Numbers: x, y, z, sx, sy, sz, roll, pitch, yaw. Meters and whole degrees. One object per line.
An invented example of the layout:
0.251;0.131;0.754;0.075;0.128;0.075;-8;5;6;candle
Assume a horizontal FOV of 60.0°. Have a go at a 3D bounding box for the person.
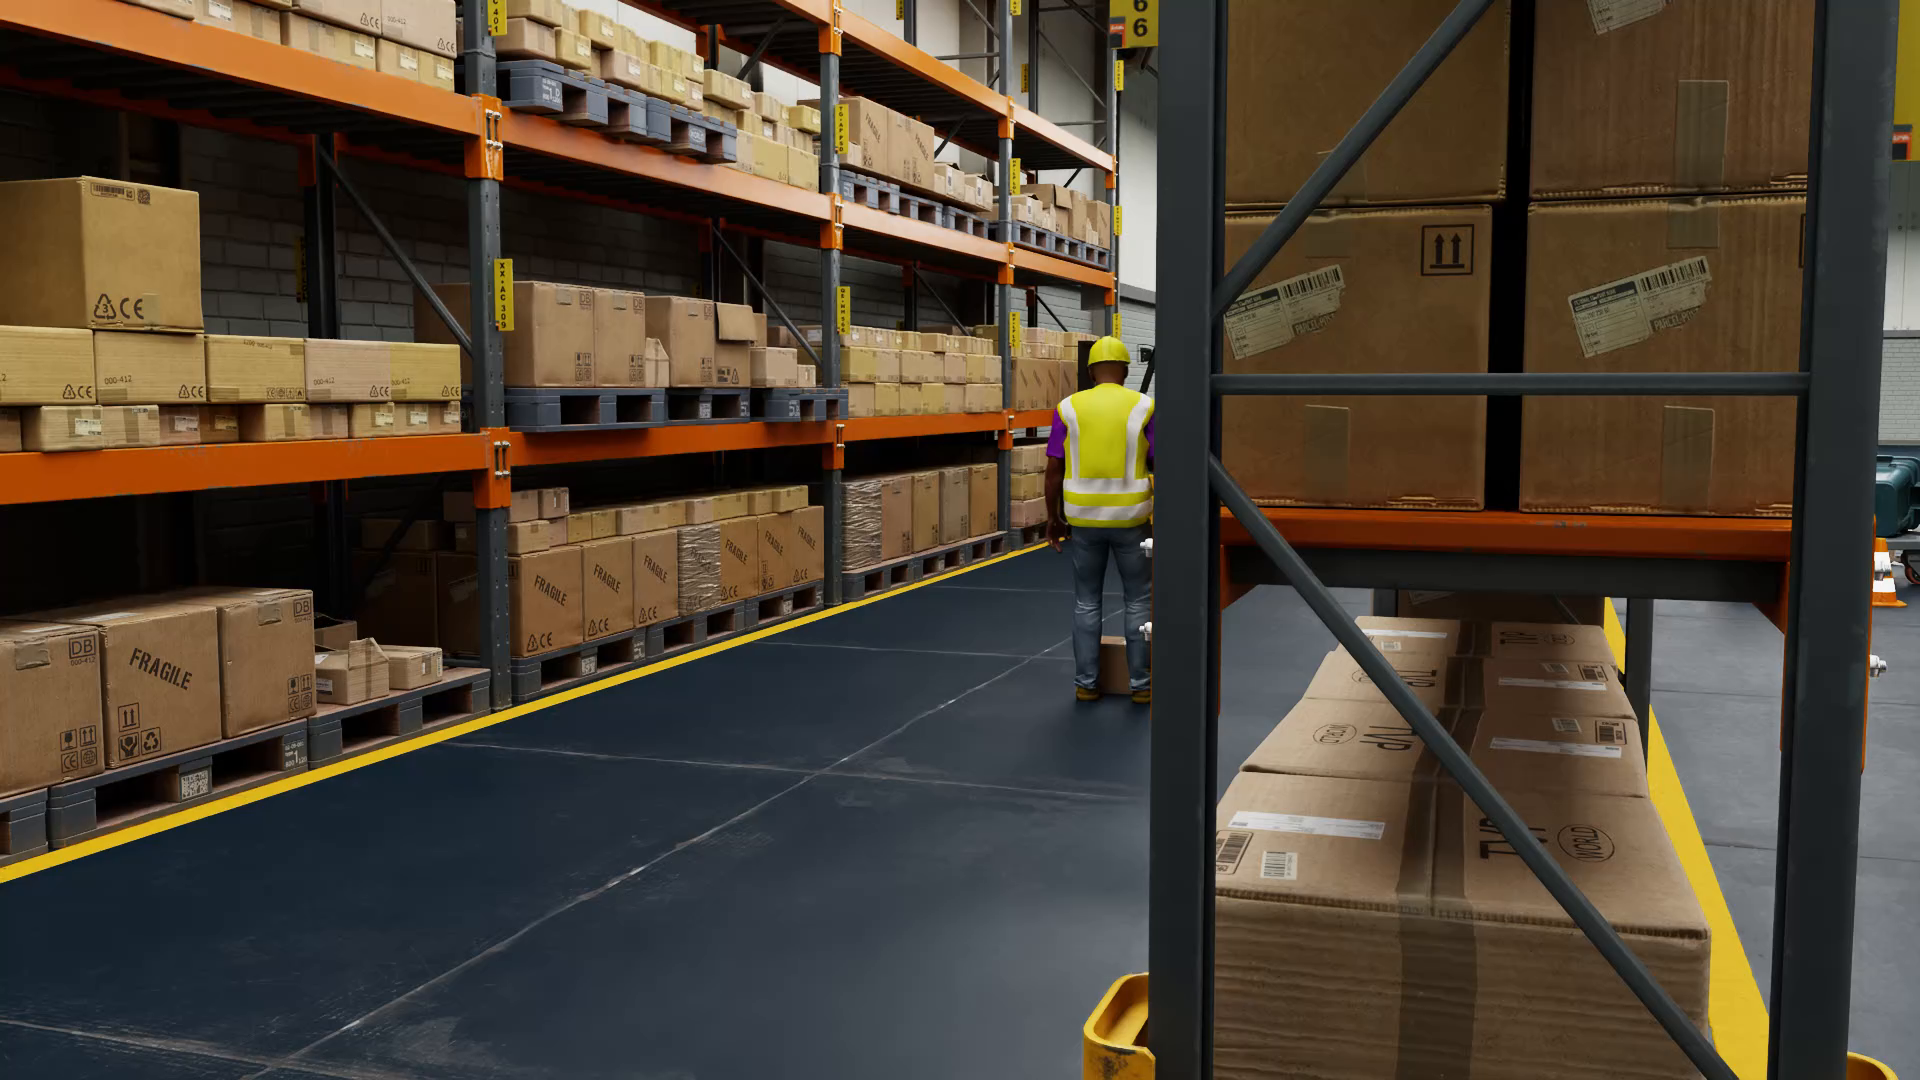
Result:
0.728;-0.104;8.053;0.635;1.760;0.458;1;5;15;person
